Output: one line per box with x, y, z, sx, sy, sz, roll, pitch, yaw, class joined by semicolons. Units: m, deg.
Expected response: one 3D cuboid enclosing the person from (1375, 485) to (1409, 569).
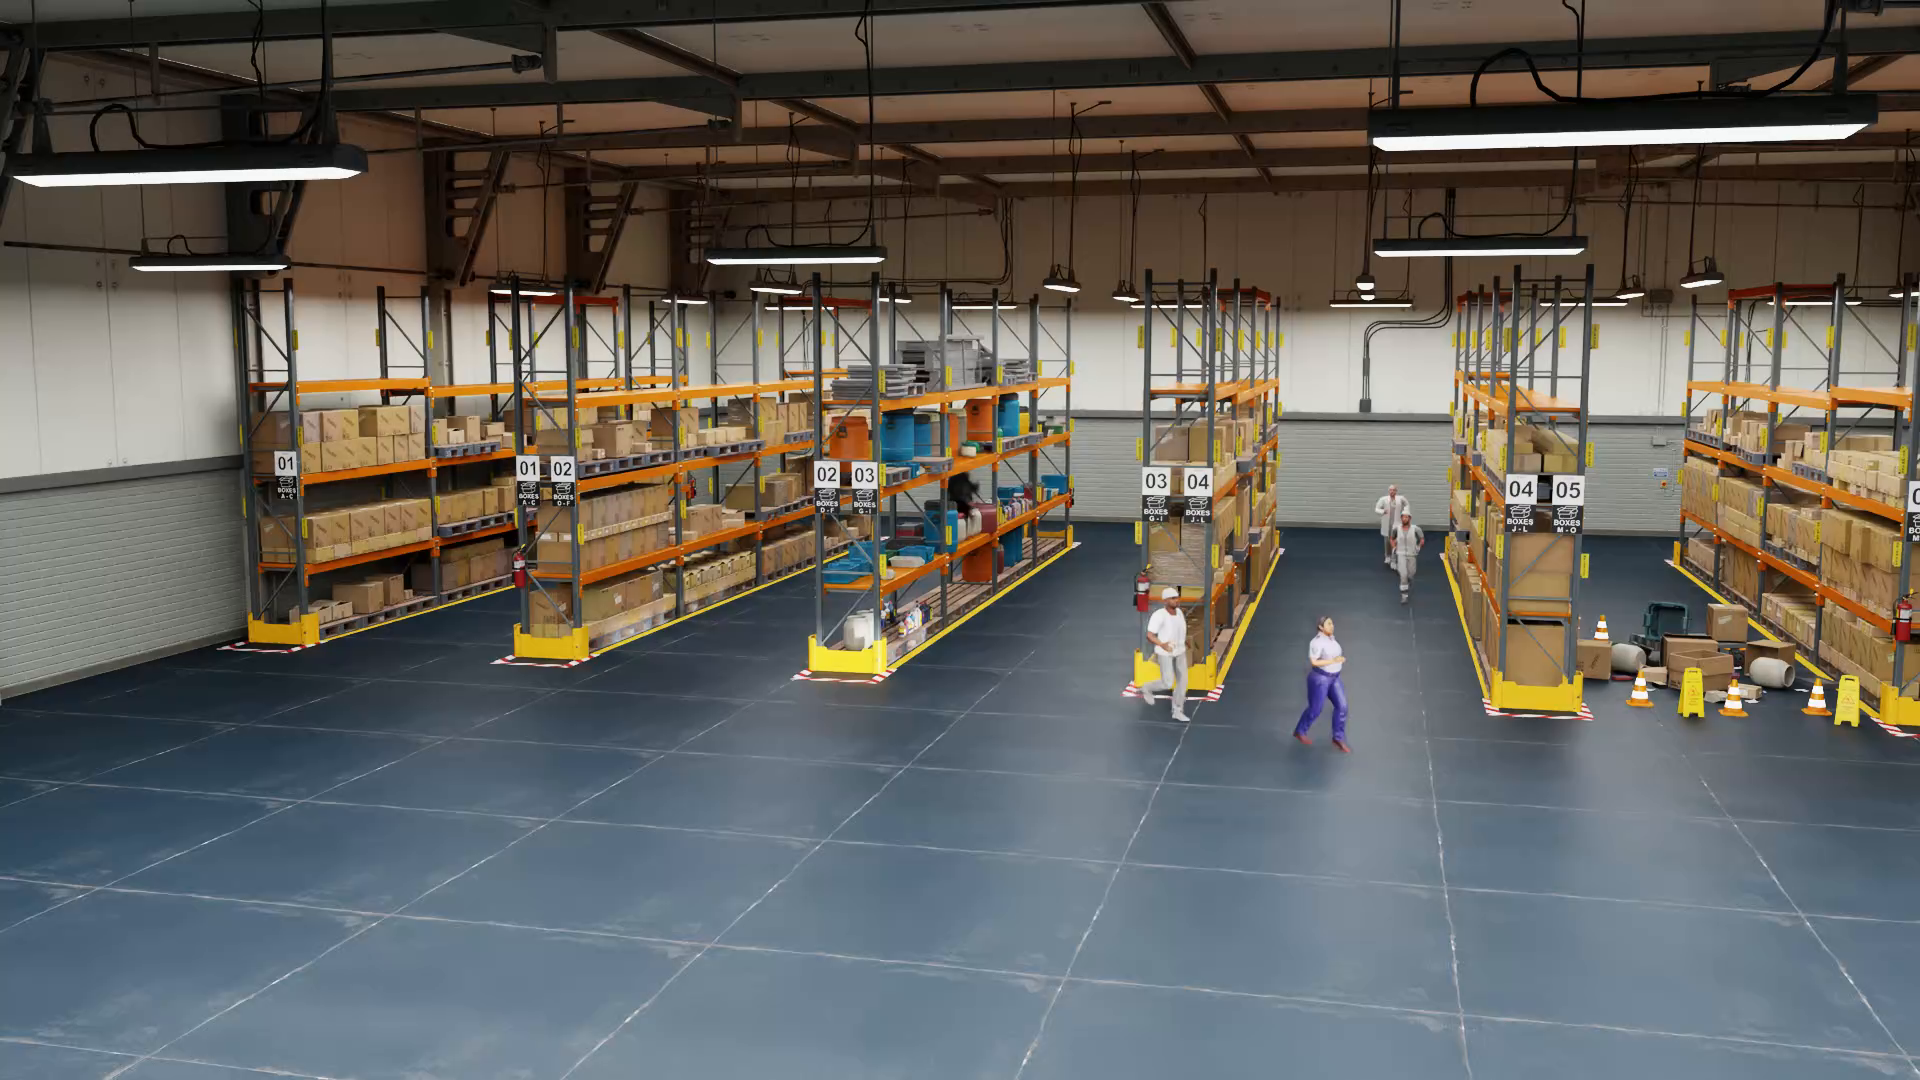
9.563;-0.298;36.879;0.701;1.859;0.884;2;7;18;person

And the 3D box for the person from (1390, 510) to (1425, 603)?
8.586;0.311;31.962;0.650;1.768;0.722;2;7;18;person

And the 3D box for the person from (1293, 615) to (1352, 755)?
4.428;1.760;20.318;0.592;1.696;0.747;-6;9;-40;person

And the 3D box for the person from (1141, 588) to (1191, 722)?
2.773;1.502;22.108;0.711;1.752;0.839;-5;8;-35;person
